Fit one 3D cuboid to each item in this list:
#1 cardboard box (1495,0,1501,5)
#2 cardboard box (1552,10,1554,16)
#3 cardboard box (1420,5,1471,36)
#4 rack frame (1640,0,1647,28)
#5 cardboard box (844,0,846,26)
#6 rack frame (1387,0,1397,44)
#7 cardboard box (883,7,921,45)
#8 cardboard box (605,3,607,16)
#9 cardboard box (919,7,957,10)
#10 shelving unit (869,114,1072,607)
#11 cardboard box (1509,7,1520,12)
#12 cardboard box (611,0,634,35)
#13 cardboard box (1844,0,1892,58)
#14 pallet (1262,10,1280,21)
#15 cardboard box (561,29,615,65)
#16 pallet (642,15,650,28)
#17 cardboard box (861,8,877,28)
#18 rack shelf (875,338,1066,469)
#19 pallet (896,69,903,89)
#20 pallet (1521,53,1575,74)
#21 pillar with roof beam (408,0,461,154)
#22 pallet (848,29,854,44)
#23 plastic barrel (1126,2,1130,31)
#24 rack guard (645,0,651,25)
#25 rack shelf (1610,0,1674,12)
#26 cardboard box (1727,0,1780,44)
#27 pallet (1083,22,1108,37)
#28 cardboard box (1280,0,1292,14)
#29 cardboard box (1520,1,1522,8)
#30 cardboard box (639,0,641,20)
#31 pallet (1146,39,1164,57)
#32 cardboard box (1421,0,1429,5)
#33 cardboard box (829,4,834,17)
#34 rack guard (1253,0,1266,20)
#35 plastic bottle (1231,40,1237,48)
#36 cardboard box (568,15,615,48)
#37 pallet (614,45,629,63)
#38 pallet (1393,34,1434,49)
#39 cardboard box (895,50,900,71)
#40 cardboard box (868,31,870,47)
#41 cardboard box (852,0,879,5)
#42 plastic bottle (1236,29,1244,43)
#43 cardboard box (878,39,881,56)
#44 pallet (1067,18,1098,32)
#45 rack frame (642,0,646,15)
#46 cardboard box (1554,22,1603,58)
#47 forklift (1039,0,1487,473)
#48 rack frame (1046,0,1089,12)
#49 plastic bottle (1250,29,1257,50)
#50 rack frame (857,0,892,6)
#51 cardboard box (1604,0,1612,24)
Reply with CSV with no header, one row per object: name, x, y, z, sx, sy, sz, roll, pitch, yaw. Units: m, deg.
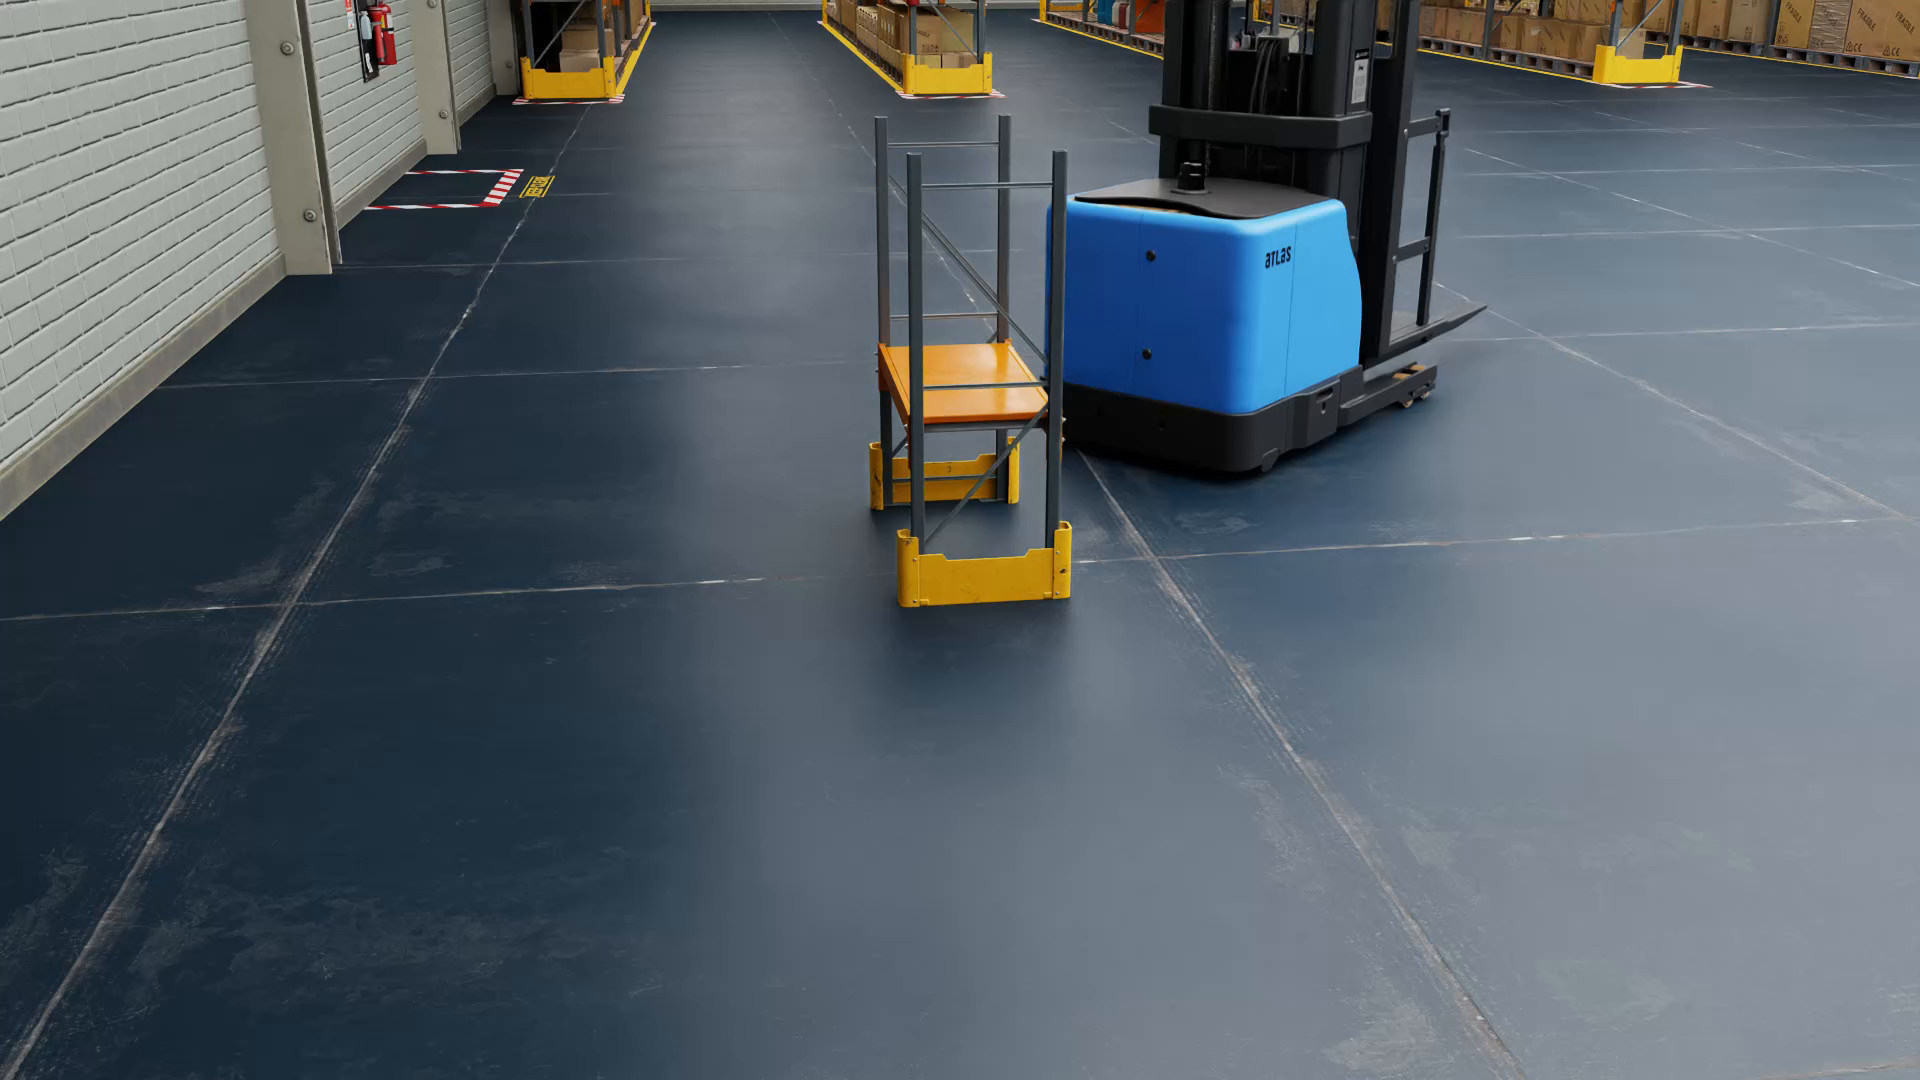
cardboard box,12.239,-12.113,37.411,0.380,0.149,0.250,-4,21,-10
cardboard box,12.965,-11.461,36.088,0.380,0.149,0.250,-3,21,-8
cardboard box,8.688,-9.294,29.757,0.700,0.500,0.500,-5,21,-12
rack frame,13.402,-10.897,31.104,1.000,3.000,0.127,-3,21,-8
cardboard box,-1.984,-10.239,32.288,0.500,0.500,0.500,-3,21,-7
rack frame,8.479,-10.681,30.528,1.000,3.000,0.127,-3,21,-8
cardboard box,-0.846,-7.536,24.363,0.500,0.500,0.500,-3,21,-8
cardboard box,-5.917,-8.520,26.612,0.500,0.250,0.500,-4,21,-9
cardboard box,-0.328,-7.562,24.434,0.500,0.500,0.500,-3,21,-8
shelving unit,0.011,-0.676,5.883,0.587,1.500,1.083,-3,21,-8
cardboard box,12.283,-11.620,36.514,0.380,0.149,0.250,-3,21,-8
cardboard box,-6.201,-9.383,29.523,0.750,0.750,0.750,-3,21,-8
cardboard box,14.263,-7.864,25.421,0.875,0.875,0.875,-3,21,-9
pallet,7.519,-11.872,37.701,1.003,0.211,1.213,-3,21,-8
cardboard box,-5.221,-6.895,23.334,0.700,0.500,0.500,-4,21,-11
pallet,-7.186,-11.123,35.695,1.003,0.211,1.213,-3,21,-8
cardboard box,-1.384,-8.800,28.019,0.500,0.311,0.500,-3,21,-9
rack shelf,0.012,-0.505,5.938,0.538,0.185,1.000,-3,21,-8
pallet,-0.322,-6.370,22.969,1.003,0.211,1.213,-3,21,-8
pallet,9.367,-7.336,25.556,1.003,0.211,1.213,-3,21,-8
pillar with roof beam,-0.904,-8.311,15.607,9.100,9.000,0.400,-3,21,-8
pallet,-1.567,-9.559,31.507,1.003,0.211,1.213,-3,21,-8
plastic barrel,3.321,-9.822,31.183,0.421,0.512,0.421,0,20,0
rack guard,-7.382,-11.539,36.397,1.175,0.500,0.348,-3,21,-8
rack shelf,9.344,-8.267,25.092,1.077,0.370,4.000,-3,21,-8
cardboard box,13.800,-8.865,28.279,1.050,0.750,0.750,-3,21,-8
pallet,3.072,-10.241,33.334,1.003,0.211,1.213,-3,21,-8
cardboard box,7.629,-12.120,36.816,0.875,0.875,0.875,-3,21,-8
cardboard box,12.419,-11.652,36.175,0.380,0.149,0.250,-3,21,-7
cardboard box,-6.949,-10.959,34.242,0.700,0.500,0.500,-2,21,-6
pallet,3.824,-8.434,28.495,1.003,0.211,1.213,-3,21,-8
cardboard box,8.606,-9.837,30.140,0.500,0.250,0.500,-2,21,-6
cardboard box,-2.535,-11.322,35.544,0.500,0.250,0.500,-3,21,-8
rack guard,7.323,-12.289,38.404,1.175,0.500,0.348,-3,21,-8
plastic bottle,4.024,-7.294,24.723,0.152,0.276,0.135,-3,21,-7
cardboard box,-5.929,-8.191,26.804,0.700,0.500,0.500,-3,21,-7
pallet,-5.942,-7.934,27.156,1.003,0.211,1.213,-3,21,-8
pallet,8.591,-9.105,30.291,1.003,0.211,1.213,-3,21,-8
cardboard box,-0.624,-6.665,23.104,0.500,0.250,0.500,-3,21,-8
cardboard box,-1.239,-8.188,27.182,0.500,0.250,0.500,-2,21,-7
cardboard box,-1.703,-9.901,30.310,0.500,0.250,0.500,-2,21,-6
plastic bottle,4.390,-7.796,25.960,0.144,0.351,0.185,-3,21,-8
cardboard box,-0.980,-7.531,25.422,0.500,0.250,0.500,-3,21,-8
pallet,2.857,-10.763,34.731,1.003,0.211,1.213,-3,21,-8
rack frame,-7.379,-12.702,35.937,1.000,3.000,0.127,-3,21,-8
cardboard box,9.368,-7.577,25.189,0.500,0.500,0.500,-1,21,-3
forklift,1.654,-2.096,7.640,1.130,2.935,3.031,15,25,35
rack frame,2.425,-13.202,37.275,1.000,3.000,0.127,-3,21,-8
plastic bottle,4.561,-7.737,25.801,0.144,0.351,0.185,-4,21,-10
rack frame,-1.324,-10.183,29.194,1.000,3.000,0.127,-3,21,-8
cardboard box,12.978,-10.317,32.524,0.500,0.500,0.500,-2,21,-6
